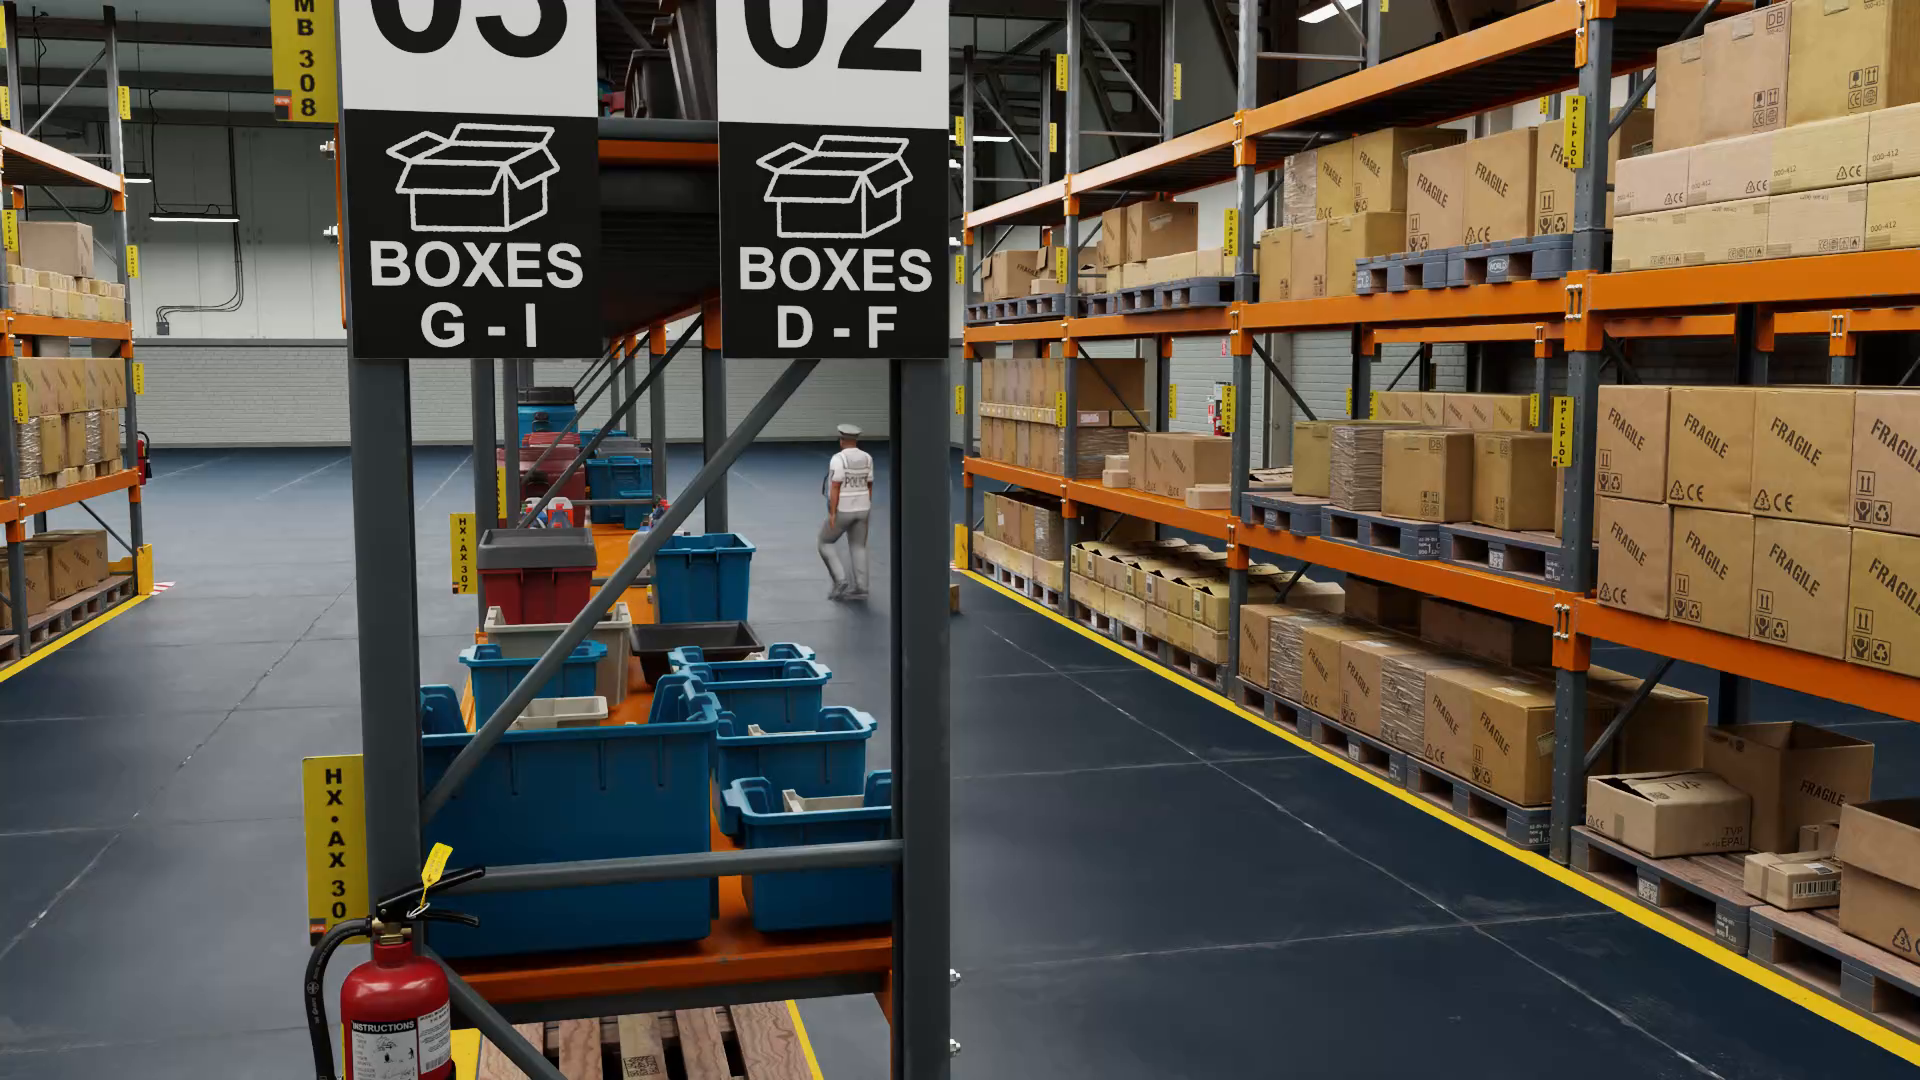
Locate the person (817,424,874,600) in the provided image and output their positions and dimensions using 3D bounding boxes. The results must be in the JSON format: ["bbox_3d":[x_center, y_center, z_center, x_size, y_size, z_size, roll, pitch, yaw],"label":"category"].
[{"bbox_3d":[-1.152,-0.265,16.898,0.565,1.833,0.499,-5,8,-39],"label":"person"}]
